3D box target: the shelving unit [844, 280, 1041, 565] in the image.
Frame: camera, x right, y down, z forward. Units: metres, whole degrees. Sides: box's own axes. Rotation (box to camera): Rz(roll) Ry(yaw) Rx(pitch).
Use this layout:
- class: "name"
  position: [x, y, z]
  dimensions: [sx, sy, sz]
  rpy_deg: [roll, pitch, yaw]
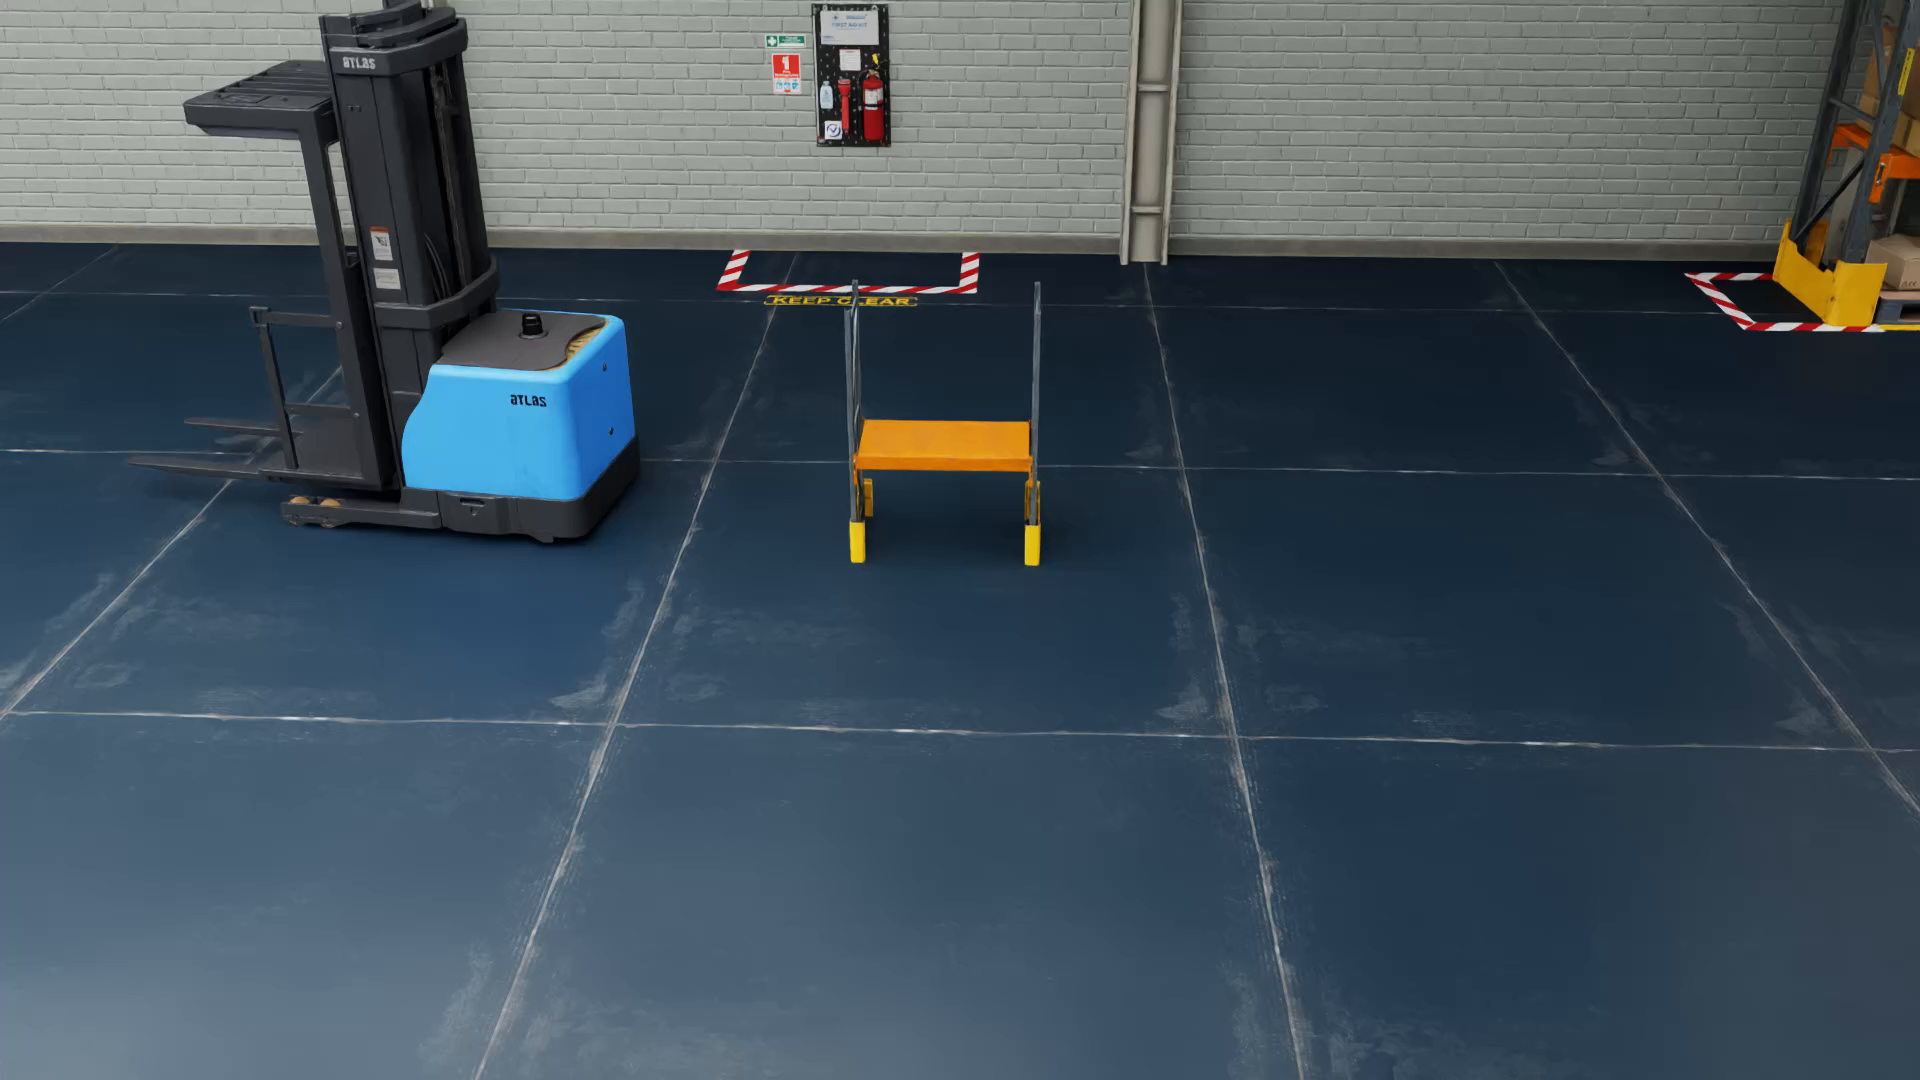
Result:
- class: "shelving unit"
  position: [-0.076, -0.664, 9.401]
  dimensions: [1.083, 1.500, 0.587]
  rpy_deg: [1, 28, 2]

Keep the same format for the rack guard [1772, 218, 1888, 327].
- class: "rack guard"
  position: [6.918, -2.146, 13.265]
  dimensions: [0.348, 0.500, 1.175]
  rpy_deg: [1, 28, 2]

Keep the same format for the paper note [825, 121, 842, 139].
- class: "paper note"
  position: [-1.067, -3.449, 13.994]
  dimensions: [0.142, 0.148, 0.016]
  rpy_deg: [1, 28, 2]

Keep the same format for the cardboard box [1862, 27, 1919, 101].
- class: "cardboard box"
  position: [7.321, -3.617, 12.710]
  dimensions: [0.500, 0.500, 0.500]
  rpy_deg: [1, 28, 1]

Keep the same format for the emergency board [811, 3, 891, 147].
- class: "emergency board"
  position: [-0.892, -3.803, 13.722]
  dimensions: [0.643, 1.169, 0.194]
  rpy_deg: [1, 28, 2]

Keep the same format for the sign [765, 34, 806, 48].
- class: "sign"
  position: [-1.437, -4.106, 13.689]
  dimensions: [0.331, 0.109, 0.001]
  rpy_deg: [1, 28, 2]

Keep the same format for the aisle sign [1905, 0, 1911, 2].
- class: "aisle sign"
  position: [6.760, -4.261, 11.810]
  dimensions: [0.004, 0.787, 0.394]
  rpy_deg: [1, 28, 2]

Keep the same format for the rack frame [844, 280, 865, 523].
- class: "rack frame"
  position: [-0.593, -0.672, 9.417]
  dimensions: [0.032, 1.500, 0.500]
  rpy_deg: [1, 28, 2]

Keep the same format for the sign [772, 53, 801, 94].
- class: "sign"
  position: [-1.441, -3.876, 13.821]
  dimensions: [0.234, 0.329, 0.001]
  rpy_deg: [1, 28, 2]

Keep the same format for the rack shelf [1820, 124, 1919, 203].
- class: "rack shelf"
  position: [8.841, -2.901, 12.788]
  dimensions: [4.000, 0.370, 1.077]
  rpy_deg: [1, 28, 2]

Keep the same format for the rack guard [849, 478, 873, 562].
- class: "rack guard"
  position: [-0.574, -0.120, 9.709]
  dimensions: [0.087, 0.250, 0.587]
  rpy_deg: [1, 28, 2]

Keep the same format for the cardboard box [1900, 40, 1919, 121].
- class: "cardboard box"
  position: [7.309, -3.377, 12.256]
  dimensions: [0.500, 0.500, 0.500]
  rpy_deg: [1, 28, 2]

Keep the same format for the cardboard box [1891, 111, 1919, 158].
- class: "cardboard box"
  position: [7.319, -3.038, 12.417]
  dimensions: [0.500, 0.250, 0.500]
  rpy_deg: [0, 28, 0]

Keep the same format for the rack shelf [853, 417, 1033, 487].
- class: "rack shelf"
  position: [-0.085, -0.505, 9.486]
  dimensions: [1.000, 0.185, 0.538]
  rpy_deg: [1, 28, 2]

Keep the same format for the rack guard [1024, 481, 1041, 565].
- class: "rack guard"
  position: [0.422, -0.103, 9.678]
  dimensions: [0.087, 0.250, 0.587]
  rpy_deg: [1, 28, 2]

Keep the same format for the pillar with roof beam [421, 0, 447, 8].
- class: "pillar with roof beam"
  position: [-4.572, -4.479, 8.592]
  dimensions: [0.400, 9.000, 9.100]
  rpy_deg: [1, 28, 2]

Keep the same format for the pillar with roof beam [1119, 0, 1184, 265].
- class: "pillar with roof beam"
  position: [1.424, -4.380, 8.404]
  dimensions: [0.400, 9.000, 9.100]
  rpy_deg: [1, 28, 2]

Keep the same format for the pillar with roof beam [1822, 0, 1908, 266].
- class: "pillar with roof beam"
  position: [7.421, -4.281, 8.217]
  dimensions: [0.400, 9.000, 9.100]
  rpy_deg: [1, 28, 2]

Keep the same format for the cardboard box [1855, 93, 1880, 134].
- class: "cardboard box"
  position: [7.316, -3.277, 12.869]
  dimensions: [0.500, 0.250, 0.500]
  rpy_deg: [1, 28, 3]

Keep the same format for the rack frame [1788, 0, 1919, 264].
- class: "rack frame"
  position: [6.842, -3.252, 12.682]
  dimensions: [0.127, 3.000, 1.000]
  rpy_deg: [1, 28, 2]

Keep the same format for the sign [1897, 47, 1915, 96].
- class: "sign"
  position: [6.823, -3.380, 12.000]
  dimensions: [0.005, 0.325, 0.100]
  rpy_deg: [1, 28, 2]

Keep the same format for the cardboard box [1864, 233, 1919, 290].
- class: "cardboard box"
  position: [7.531, -2.205, 13.107]
  dimensions: [0.500, 0.311, 0.500]
  rpy_deg: [-2, 28, -4]

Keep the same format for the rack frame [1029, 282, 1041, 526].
- class: "rack frame"
  position: [0.423, -0.656, 9.386]
  dimensions: [0.032, 1.500, 0.500]
  rpy_deg: [1, 28, 2]

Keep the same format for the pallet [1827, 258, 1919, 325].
- class: "pallet"
  position: [7.729, -1.989, 13.276]
  dimensions: [1.213, 0.211, 1.003]
  rpy_deg: [1, 28, 2]

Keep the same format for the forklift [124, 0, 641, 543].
- class: "forklift"
  position: [-3.570, -1.604, 9.646]
  dimensions: [3.031, 2.935, 1.130]
  rpy_deg: [5, 28, 9]
